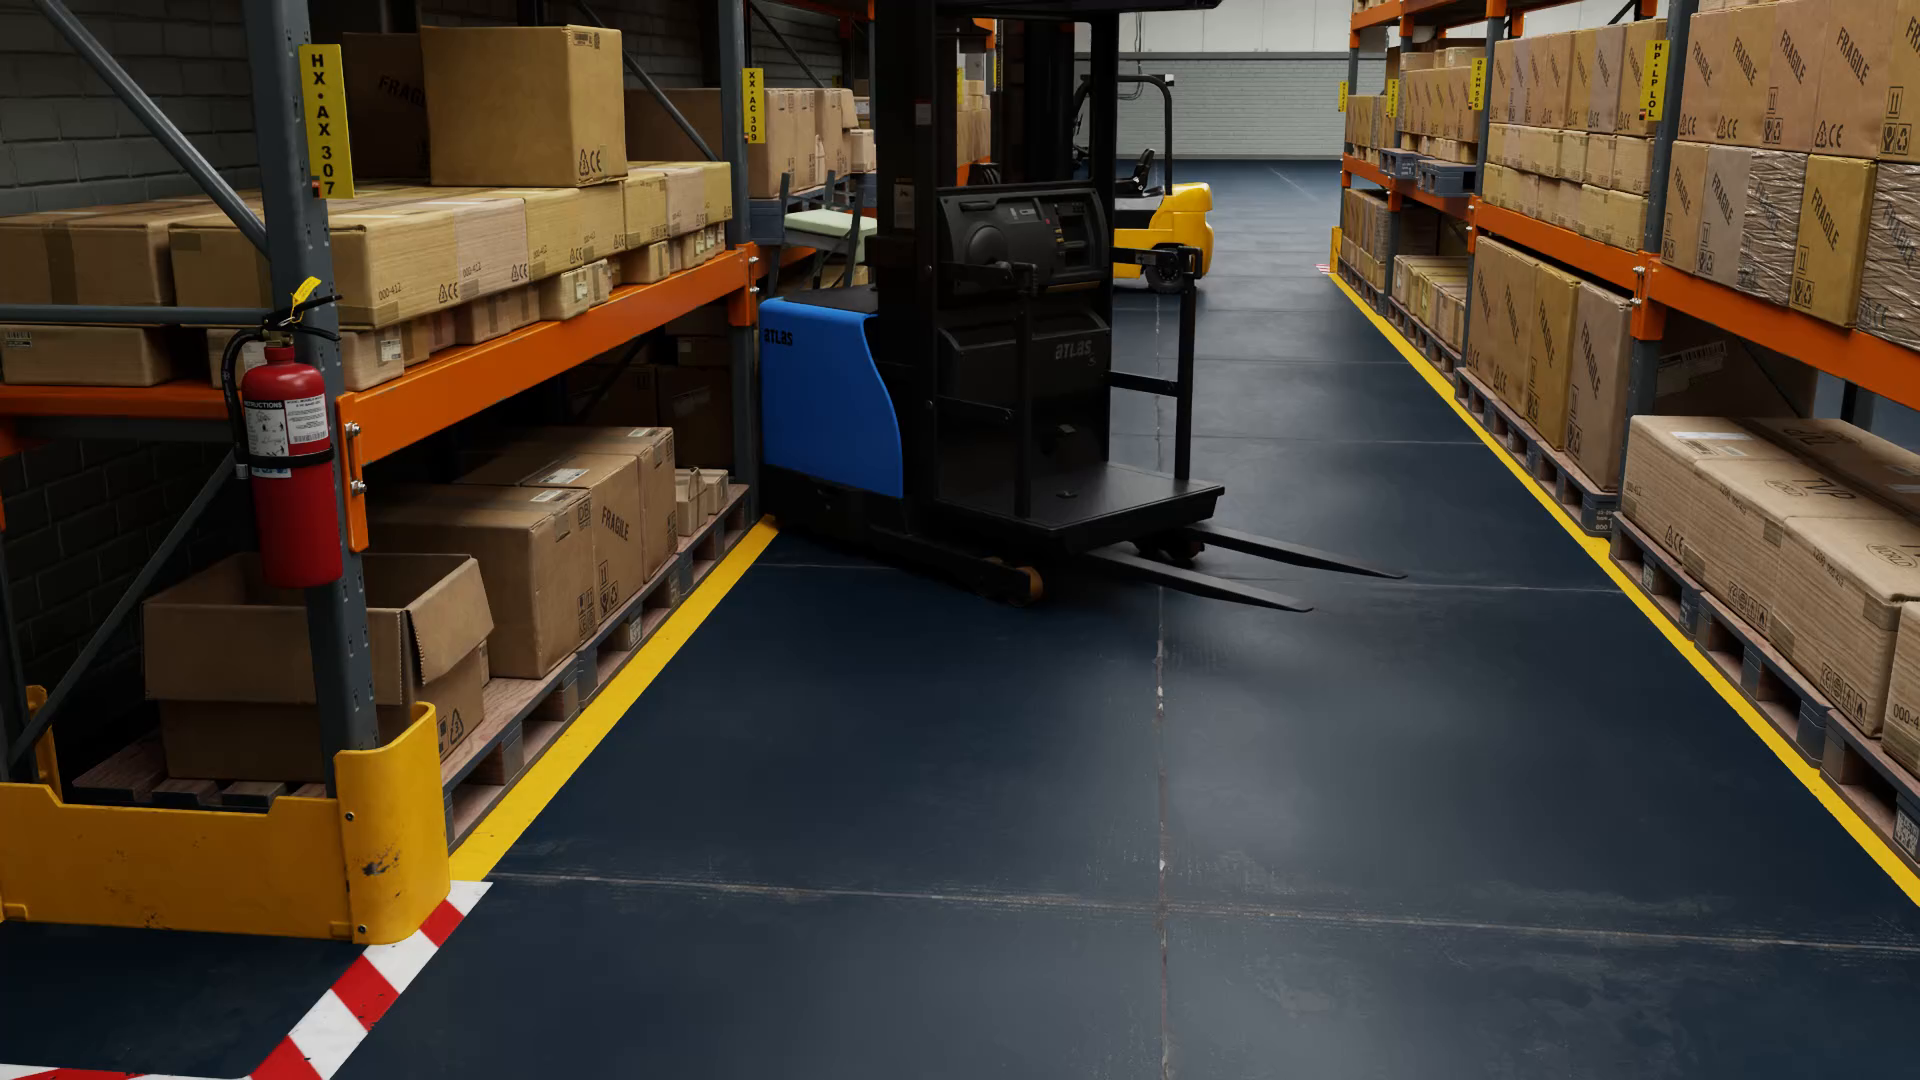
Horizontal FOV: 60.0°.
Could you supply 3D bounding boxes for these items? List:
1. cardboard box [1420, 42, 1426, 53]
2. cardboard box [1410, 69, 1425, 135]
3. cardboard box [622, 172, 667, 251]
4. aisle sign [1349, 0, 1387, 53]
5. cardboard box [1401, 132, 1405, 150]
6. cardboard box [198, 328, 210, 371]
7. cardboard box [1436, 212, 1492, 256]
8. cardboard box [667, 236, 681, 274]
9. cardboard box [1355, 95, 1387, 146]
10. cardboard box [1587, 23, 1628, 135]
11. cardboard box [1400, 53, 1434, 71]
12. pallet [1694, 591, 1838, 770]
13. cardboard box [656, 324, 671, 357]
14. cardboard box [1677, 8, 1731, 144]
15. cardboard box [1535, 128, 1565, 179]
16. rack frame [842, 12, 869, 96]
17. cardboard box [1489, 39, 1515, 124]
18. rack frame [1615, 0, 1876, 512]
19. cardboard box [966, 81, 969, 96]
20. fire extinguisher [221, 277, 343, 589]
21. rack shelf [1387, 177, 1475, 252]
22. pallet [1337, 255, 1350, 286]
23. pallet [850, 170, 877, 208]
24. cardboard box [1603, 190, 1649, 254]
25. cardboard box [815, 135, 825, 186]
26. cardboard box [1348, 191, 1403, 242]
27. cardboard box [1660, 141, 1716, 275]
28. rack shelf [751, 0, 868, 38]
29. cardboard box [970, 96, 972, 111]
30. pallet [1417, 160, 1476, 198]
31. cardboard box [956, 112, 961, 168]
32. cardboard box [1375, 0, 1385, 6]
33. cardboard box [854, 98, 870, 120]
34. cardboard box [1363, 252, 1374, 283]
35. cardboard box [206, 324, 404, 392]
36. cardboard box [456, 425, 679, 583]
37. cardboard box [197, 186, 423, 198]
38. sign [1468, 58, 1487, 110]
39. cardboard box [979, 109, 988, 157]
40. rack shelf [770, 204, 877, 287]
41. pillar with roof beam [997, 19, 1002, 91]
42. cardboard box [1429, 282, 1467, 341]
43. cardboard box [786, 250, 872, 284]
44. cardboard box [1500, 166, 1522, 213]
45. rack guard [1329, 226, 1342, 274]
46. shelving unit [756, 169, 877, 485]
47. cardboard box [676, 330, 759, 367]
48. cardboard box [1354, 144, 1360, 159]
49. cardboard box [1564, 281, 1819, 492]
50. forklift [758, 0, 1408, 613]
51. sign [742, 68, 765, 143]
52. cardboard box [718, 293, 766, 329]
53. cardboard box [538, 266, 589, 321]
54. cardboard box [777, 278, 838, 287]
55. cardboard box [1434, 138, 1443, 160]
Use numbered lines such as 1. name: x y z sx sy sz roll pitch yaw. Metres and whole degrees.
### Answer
1. cardboard box: 4.795 -4.517 15.942 0.700 0.500 0.500 1 15 5
2. cardboard box: 3.903 -3.497 13.282 0.500 0.500 0.500 2 15 6
3. cardboard box: -1.395 -1.216 6.131 0.500 0.250 0.500 2 15 6
4. aisle sign: 4.517 -5.791 18.351 0.394 0.787 0.004 2 15 6
5. cardboard box: 3.990 -3.421 14.242 0.380 0.149 0.250 2 15 7
6. cardboard box: -2.059 -0.543 4.404 0.380 0.149 0.250 2 15 8
7. cardboard box: 4.701 -2.856 15.503 0.500 0.500 0.500 2 15 9
8. cardboard box: -1.323 -1.129 6.571 0.380 0.149 0.250 2 15 8
9. cardboard box: 4.377 -4.321 17.135 0.500 0.500 0.500 1 15 5
10. cardboard box: 3.316 -2.187 7.896 0.500 0.500 0.500 2 15 7
11. cardboard box: 3.962 -4.069 14.156 0.380 0.149 0.250 2 15 6
12. pallet: 3.165 0.460 5.557 1.003 0.211 1.213 2 15 6
13. cardboard box: -1.689 -1.025 8.448 0.380 0.149 0.250 2 15 6
14. cardboard box: 3.169 -1.813 6.513 0.500 0.500 0.500 2 15 7
15. cardboard box: 3.414 -2.086 8.961 0.500 0.250 0.500 2 15 7
16. rack frame: -0.566 -3.618 15.297 1.000 3.000 0.127 2 15 6
17. cardboard box: 3.617 -2.846 10.334 0.500 0.500 0.500 1 15 4
18. rack frame: 3.464 -1.398 7.087 1.000 3.000 0.127 2 15 6
19. cardboard box: -0.113 -4.664 17.159 0.380 0.149 0.250 2 15 7
20. fire extinguisher: -1.477 -0.237 3.655 0.296 0.674 0.183 2 15 6
21. rack shelf: 4.141 -2.607 12.936 1.077 0.370 4.000 2 15 6
22. pallet: 4.683 -2.935 18.113 1.003 0.211 1.213 2 15 6
23. pallet: -1.024 -2.311 10.828 1.213 0.211 1.003 2 15 6
24. cardboard box: 3.264 -1.450 7.564 0.500 0.250 0.500 1 15 5
25. cardboard box: -0.930 -2.030 8.877 0.396 0.266 0.258 2 15 9
26. cardboard box: 4.395 -3.405 17.535 0.500 0.500 0.500 1 15 4
27. cardboard box: 3.151 -1.333 6.652 0.500 0.500 0.500 2 15 8
28. rack shelf: -0.792 -4.200 13.081 1.077 0.370 4.000 2 15 6
29. cardboard box: -0.074 -4.455 16.958 0.380 0.149 0.250 1 15 5
30. pallet: 3.890 -2.531 11.644 1.213 0.211 1.003 2 15 6
31. cardboard box: -0.256 -3.774 15.681 0.500 0.500 0.500 1 15 5
32. cardboard box: 4.327 -5.356 16.458 0.380 0.149 0.250 1 15 5
33. cardboard box: -0.689 -3.016 11.637 0.380 0.149 0.250 2 15 8
34. cardboard box: 4.216 -2.648 16.172 0.500 0.250 0.500 1 15 5
35. cardboard box: -1.610 -0.462 4.105 0.380 0.149 0.250 2 15 6
36. cardboard box: -1.504 -0.148 6.446 0.700 0.500 0.500 1 15 4
37. cardboard box: -2.012 -0.966 5.207 0.500 0.250 0.500 2 15 8
38. sign: 3.375 -2.970 10.833 0.100 0.325 0.005 2 15 6
39. cardboard box: 0.023 -4.434 18.124 0.500 0.500 0.500 2 15 8
40. rack shelf: -0.611 -1.417 8.172 0.431 0.370 0.720 12 16 10
41. pillar with roof beam: 5.220 -11.940 34.577 9.100 9.000 0.400 2 15 6
42. cardboard box: 4.064 -1.708 12.461 0.950 0.372 0.625 1 15 5
43. cardboard box: -0.933 -1.799 12.313 0.875 0.625 0.625 2 15 8
44. cardboard box: 3.570 -2.110 10.007 0.500 0.250 0.500 1 15 5
45. rack guard: 4.809 -3.284 18.850 1.175 0.500 0.348 2 15 6
46. shelving unit: -0.673 -1.046 8.276 0.431 1.500 0.755 12 16 10
47. cardboard box: -1.164 -0.938 8.126 0.380 0.149 0.250 2 15 9
48. cardboard box: 4.375 -4.111 17.599 0.380 0.149 0.250 2 15 7
49. cardboard box: 3.454 -0.739 7.913 0.875 0.875 0.875 2 15 8
50. forklift: 0.427 -1.296 6.840 1.130 2.935 3.031 -14 20 -41
51. sign: -0.929 -1.947 7.459 0.100 0.325 0.005 2 15 6
52. cardboard box: -1.182 -1.150 8.341 0.380 0.149 0.250 1 15 4
53. cardboard box: -1.415 -0.795 5.336 0.380 0.149 0.250 1 15 5
54. cardboard box: -0.970 -1.549 10.385 0.380 0.149 0.250 2 15 8
55. cardboard box: 3.714 -2.884 12.259 0.380 0.149 0.250 2 15 7
